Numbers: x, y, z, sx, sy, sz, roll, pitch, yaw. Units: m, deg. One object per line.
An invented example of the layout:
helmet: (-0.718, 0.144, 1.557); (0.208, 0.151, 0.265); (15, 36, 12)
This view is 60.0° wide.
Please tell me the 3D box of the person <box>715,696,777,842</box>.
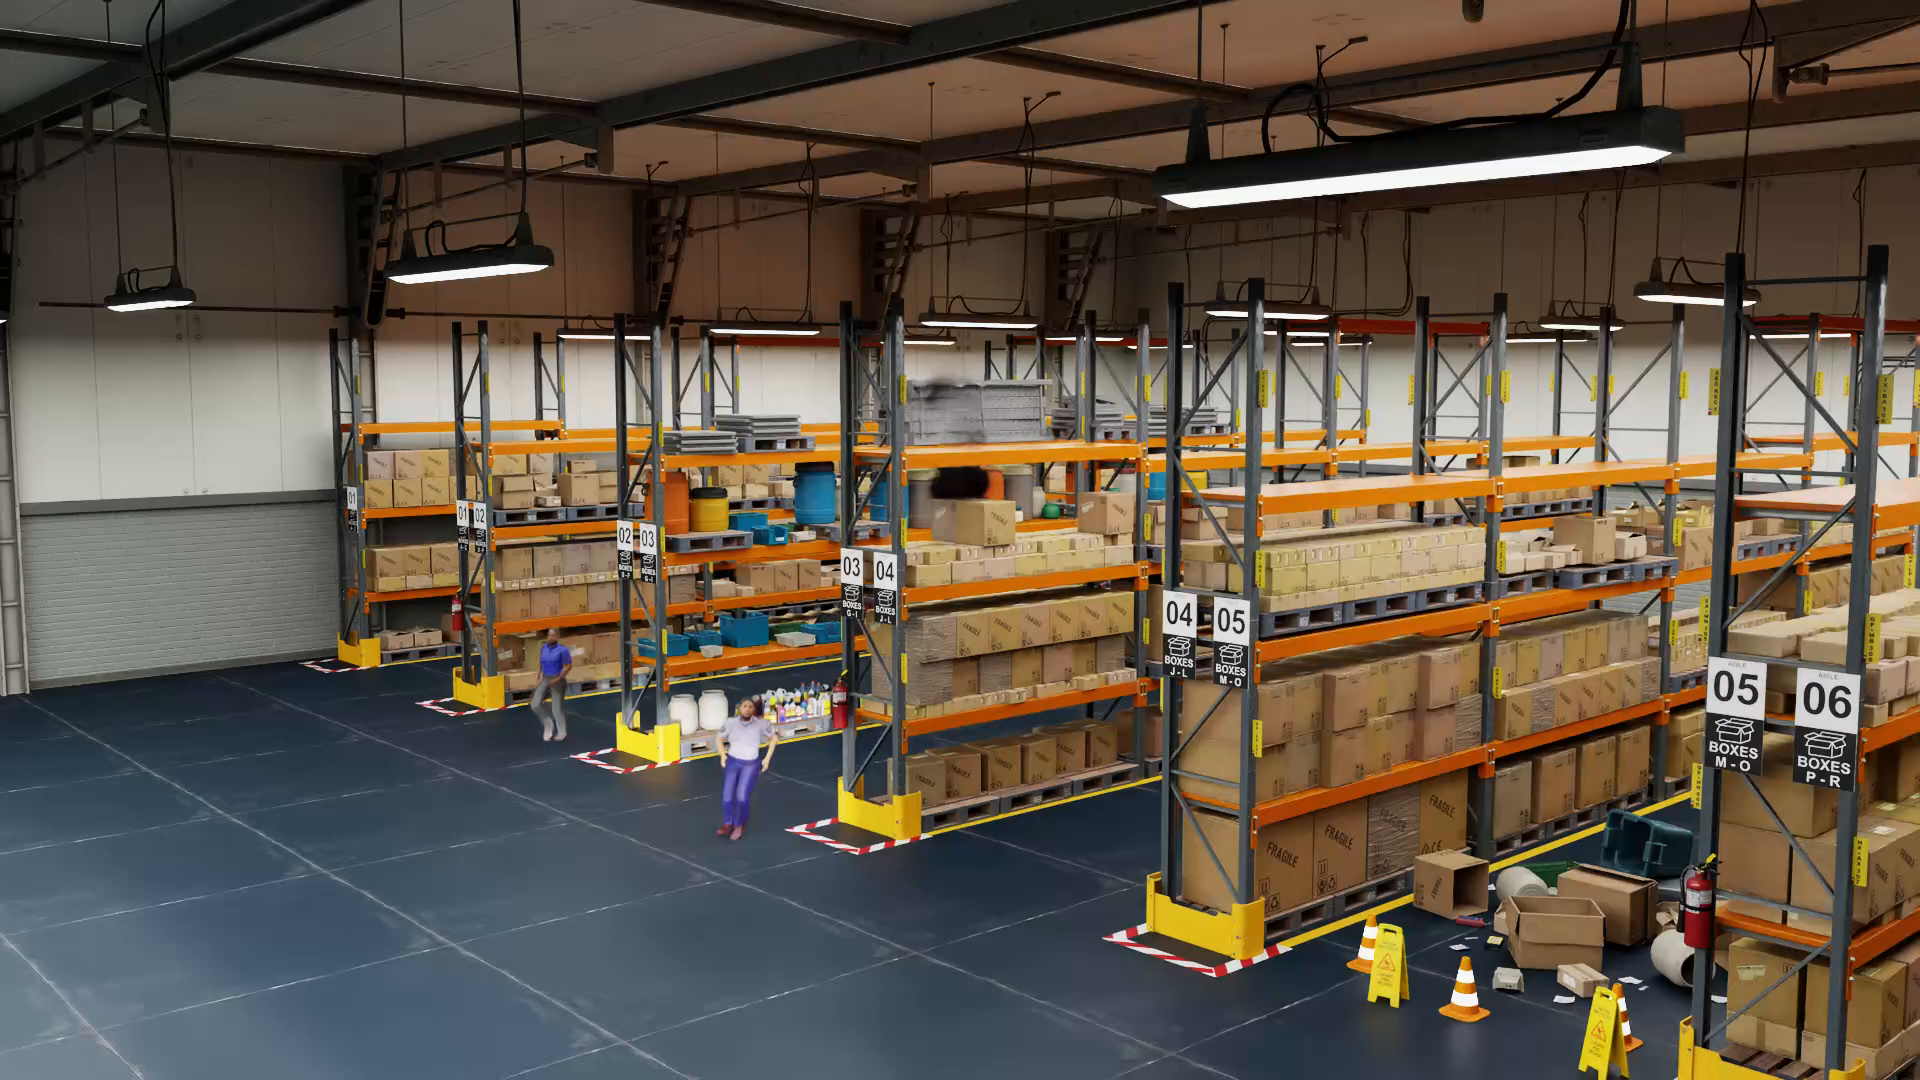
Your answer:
person: (-2.413, 2.549, 18.525); (0.678, 1.627, 0.622); (1, 6, 7)

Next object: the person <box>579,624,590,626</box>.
person: (-6.774, 1.313, 30.373); (0.665, 1.741, 0.603); (5, 8, 41)

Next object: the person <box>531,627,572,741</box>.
person: (-5.768, 2.036, 23.469); (0.594, 1.621, 0.589); (2, 6, 20)
